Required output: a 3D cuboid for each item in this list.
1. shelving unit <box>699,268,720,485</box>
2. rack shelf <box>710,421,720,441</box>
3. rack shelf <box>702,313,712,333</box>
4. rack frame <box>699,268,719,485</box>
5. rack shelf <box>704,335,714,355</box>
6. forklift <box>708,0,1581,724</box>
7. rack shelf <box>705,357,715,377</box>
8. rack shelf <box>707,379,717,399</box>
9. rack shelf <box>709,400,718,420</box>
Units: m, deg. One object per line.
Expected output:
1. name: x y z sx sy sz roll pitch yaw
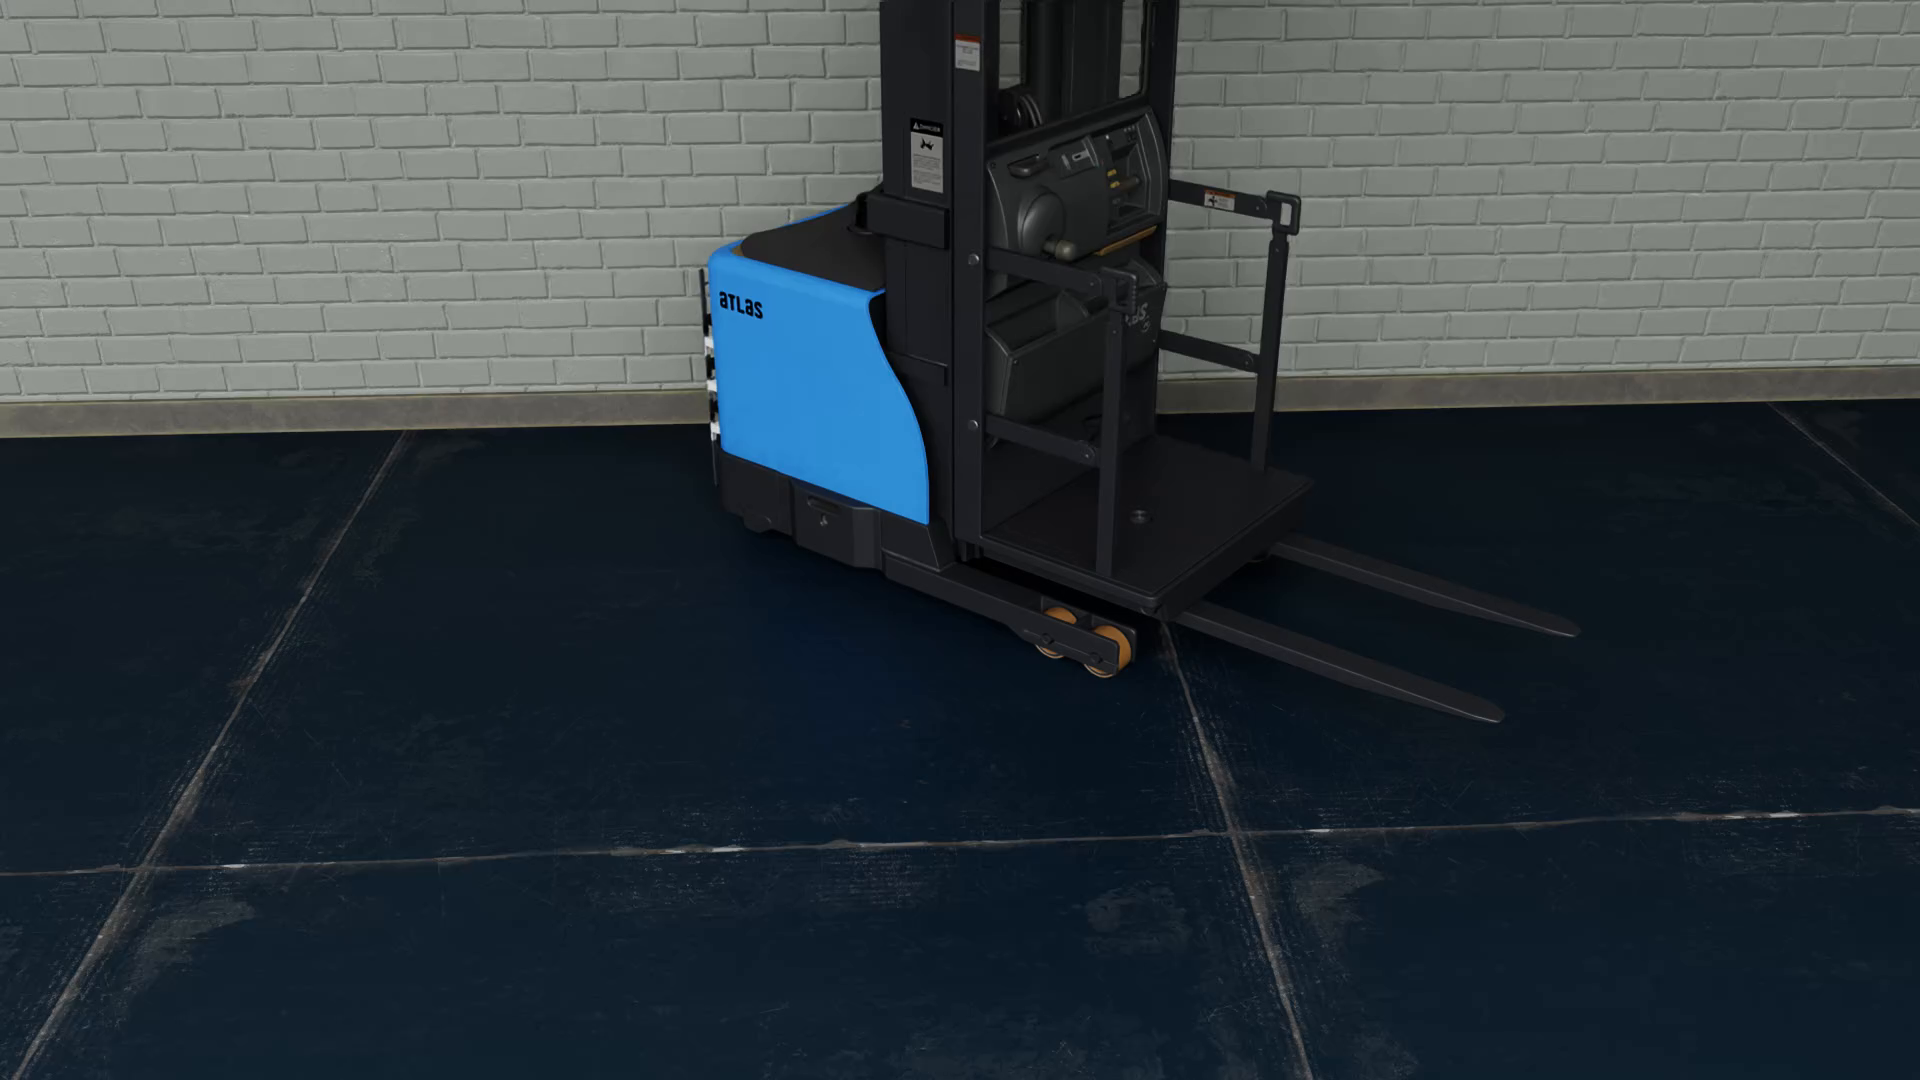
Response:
1. shelving unit: -0.827 -0.633 6.490 0.210 0.900 0.258 20 33 33
2. rack shelf: -0.827 -0.443 6.588 0.200 0.077 0.258 20 33 33
3. rack shelf: -0.827 -0.842 6.380 0.200 0.077 0.258 20 33 33
4. rack frame: -0.907 -0.661 6.545 0.006 0.900 0.240 20 33 33
5. rack shelf: -0.827 -0.763 6.422 0.200 0.077 0.258 20 33 33
6. forklift: 0.557 -1.131 5.249 3.031 2.935 1.130 20 33 33
7. rack shelf: -0.827 -0.683 6.463 0.200 0.077 0.258 20 33 33
8. rack shelf: -0.827 -0.603 6.505 0.200 0.077 0.258 20 33 33
9. rack shelf: -0.827 -0.523 6.547 0.200 0.077 0.258 20 33 33
